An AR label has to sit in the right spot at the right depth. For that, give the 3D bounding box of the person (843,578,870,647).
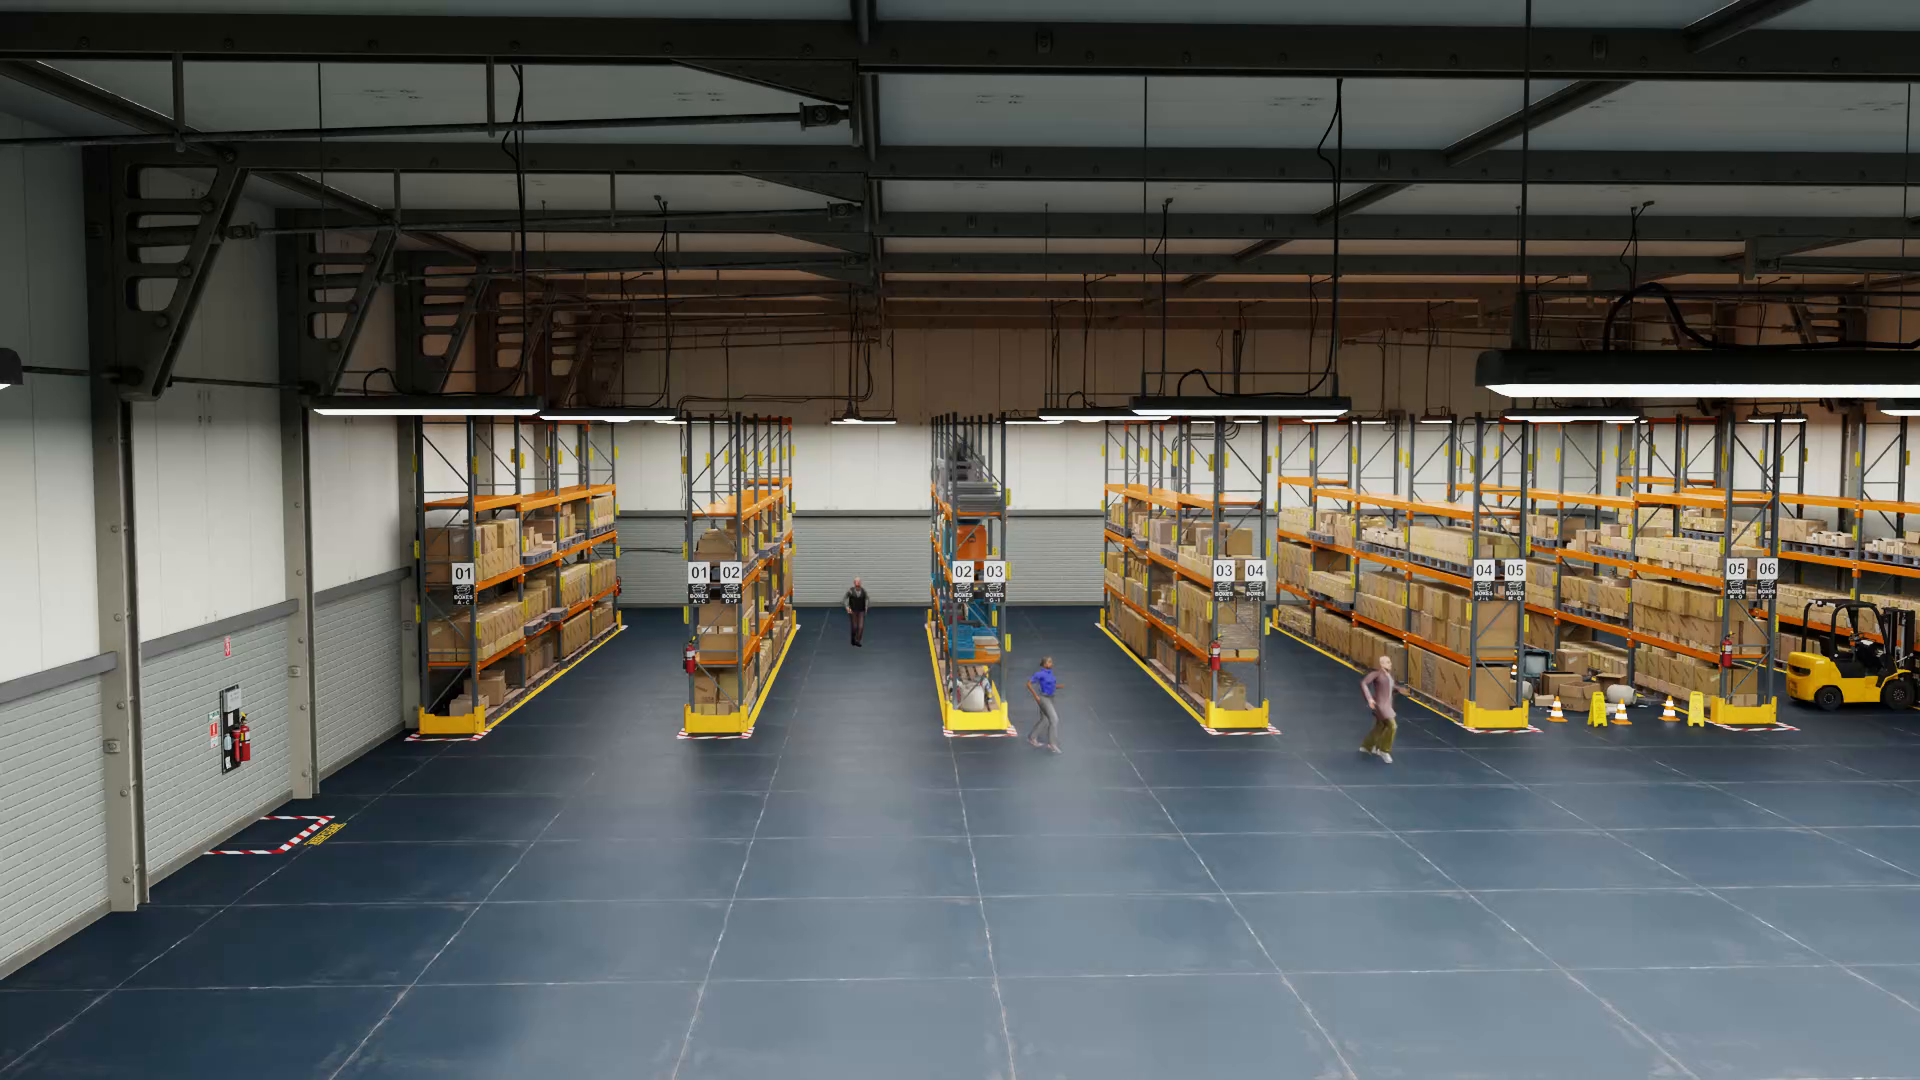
[{"bbox_3d":[-2.553,1.790,41.256,0.675,1.703,0.500,-1,4,-14],"label":"person"}]

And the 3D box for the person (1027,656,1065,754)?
[{"bbox_3d":[1.515,2.899,29.355,0.756,1.719,0.549,2,4,25],"label":"person"}]

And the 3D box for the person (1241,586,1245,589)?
[{"bbox_3d":[8.257,1.597,48.815,0.825,1.601,0.790,-1,4,-9],"label":"person"}]

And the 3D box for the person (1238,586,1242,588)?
[{"bbox_3d":[7.762,1.738,47.657,0.639,1.536,0.570,2,4,26],"label":"person"}]

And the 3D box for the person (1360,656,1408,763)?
[{"bbox_3d":[7.272,2.906,28.582,0.836,1.840,0.688,3,5,37],"label":"person"}]
